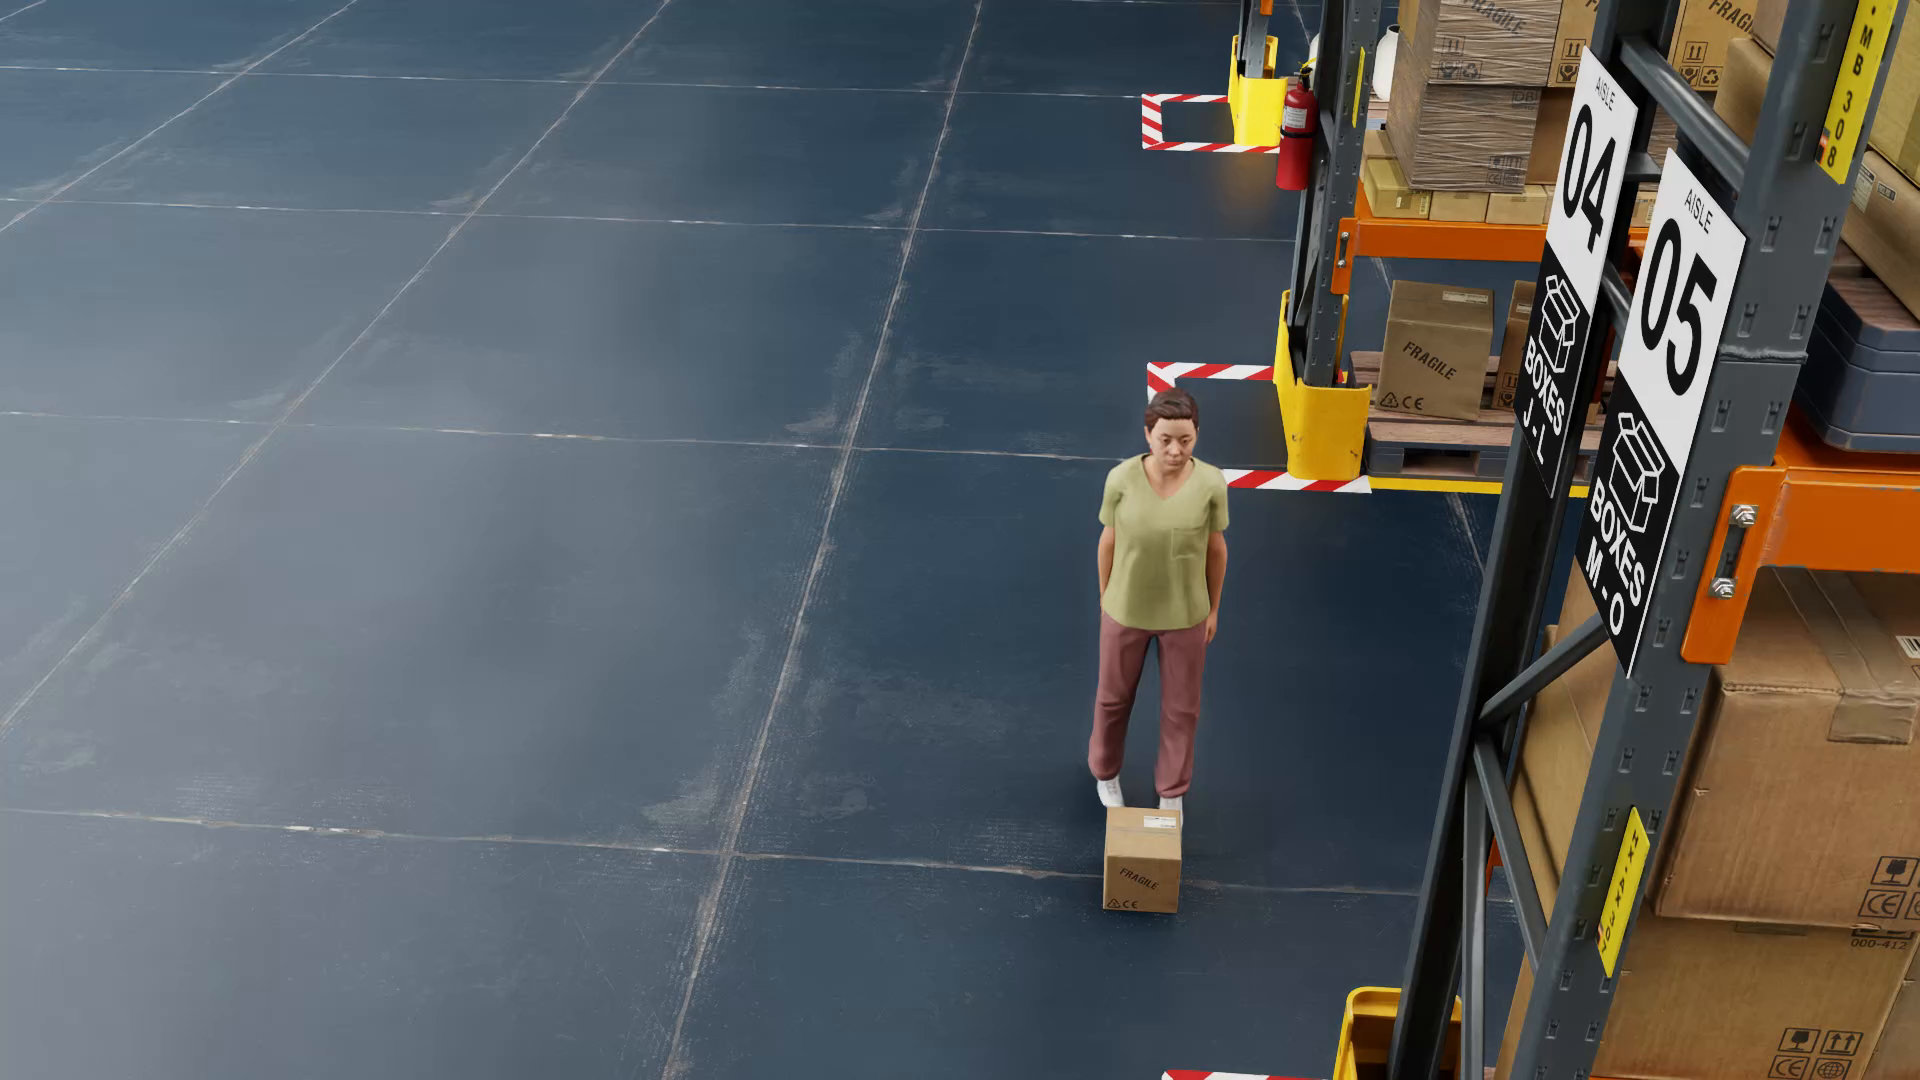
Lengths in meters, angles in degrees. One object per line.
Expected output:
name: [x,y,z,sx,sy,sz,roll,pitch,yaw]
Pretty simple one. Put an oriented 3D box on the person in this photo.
person: [0.682,0.267,5.746,0.442,1.698,0.405,3,32,6]
